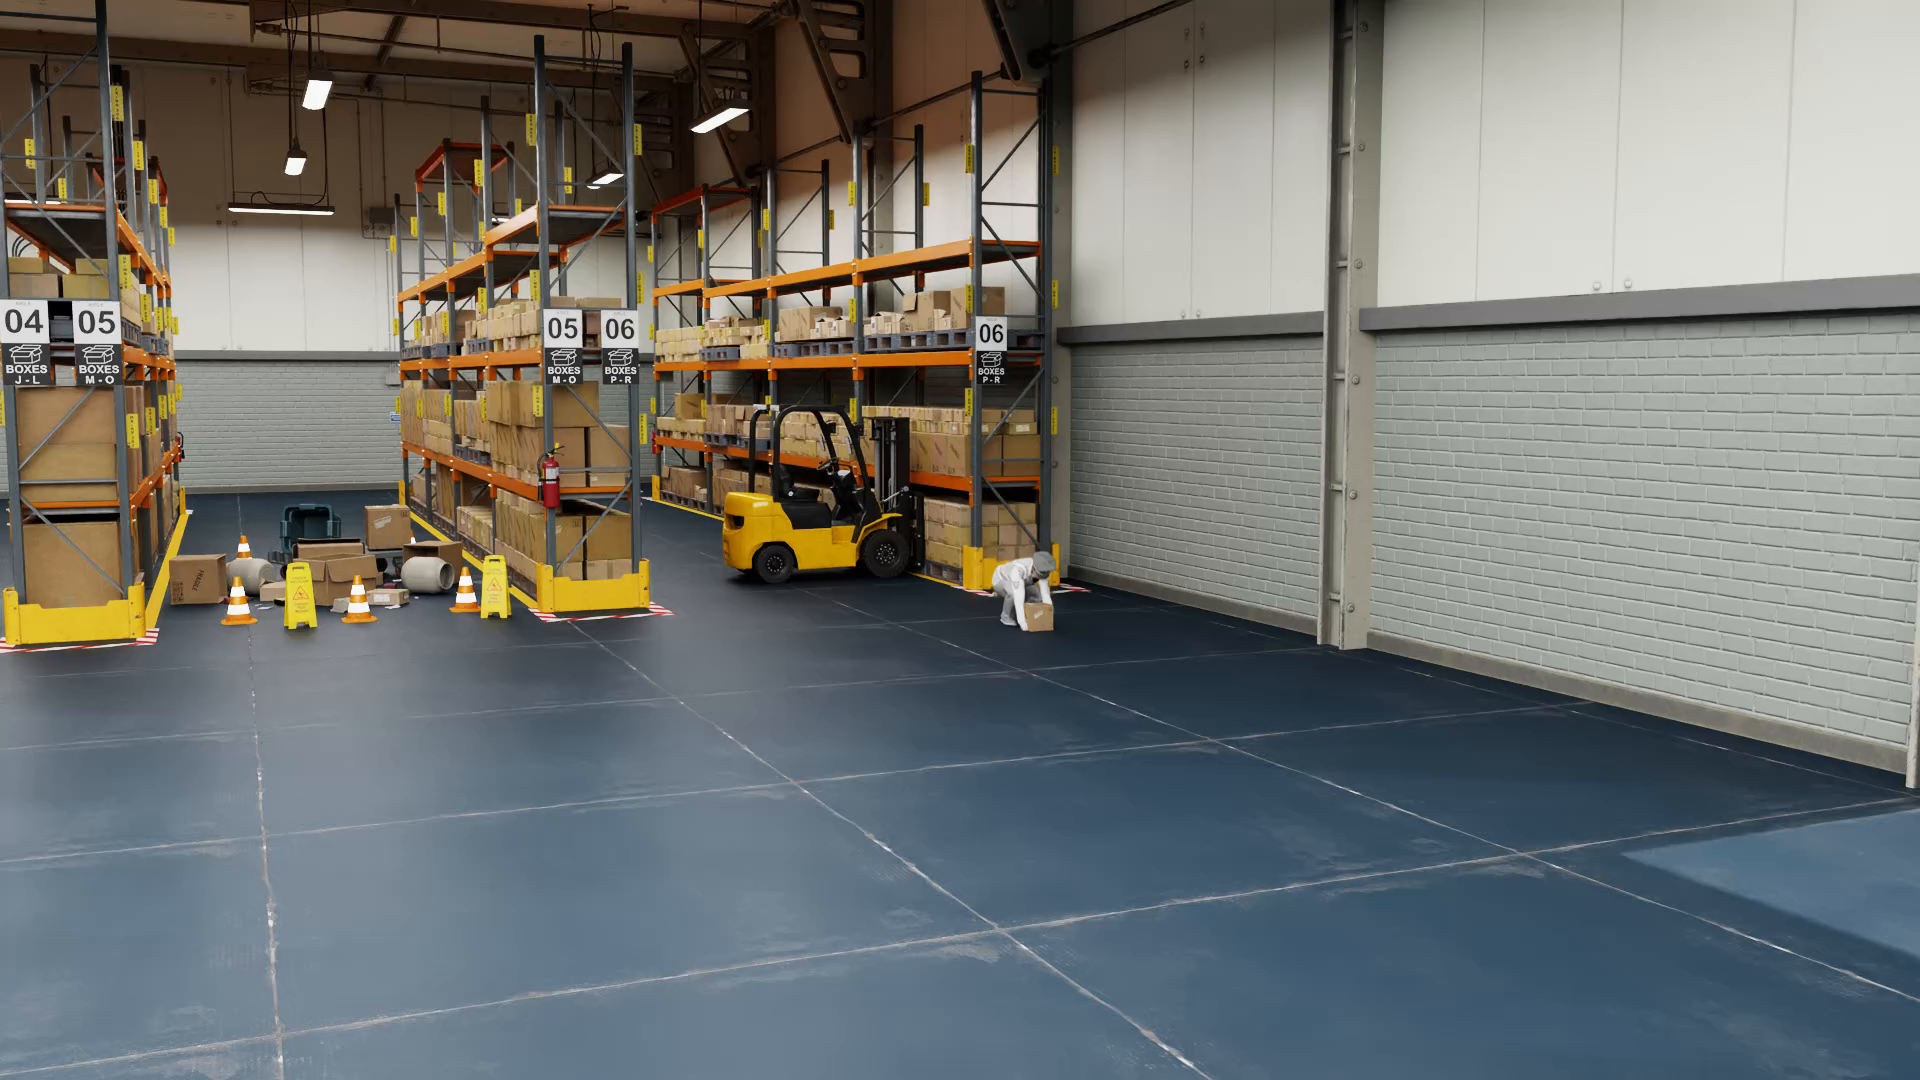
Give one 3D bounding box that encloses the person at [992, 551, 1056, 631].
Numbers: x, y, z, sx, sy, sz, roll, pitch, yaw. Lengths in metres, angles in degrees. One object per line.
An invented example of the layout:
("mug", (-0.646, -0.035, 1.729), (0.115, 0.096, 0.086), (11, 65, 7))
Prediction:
("person", (0.652, 0.504, 16.702), (0.460, 0.838, 0.894), (-3, 6, -25))
